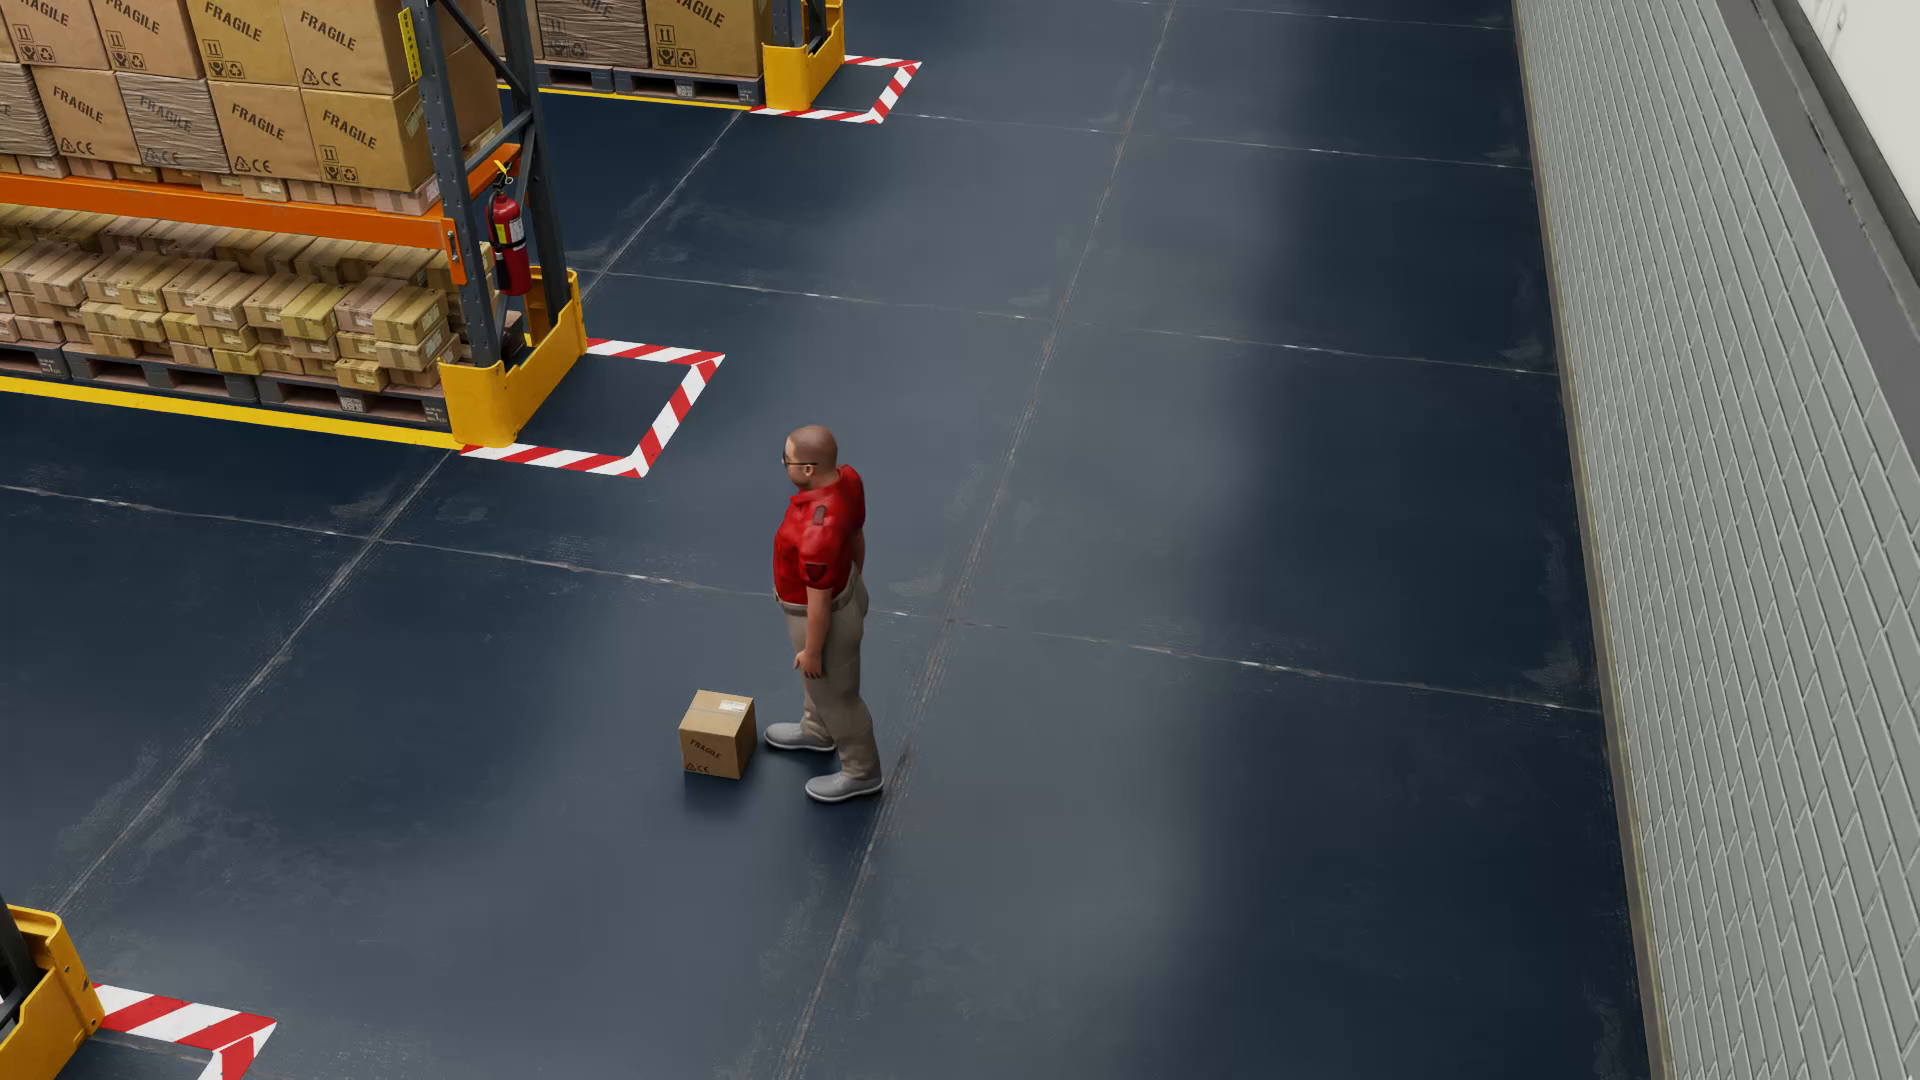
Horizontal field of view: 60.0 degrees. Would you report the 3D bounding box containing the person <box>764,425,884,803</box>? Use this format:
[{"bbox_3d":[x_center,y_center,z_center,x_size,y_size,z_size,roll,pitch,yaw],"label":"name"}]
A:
[{"bbox_3d":[-0.589,0.285,6.576,0.564,1.728,0.563,4,37,5],"label":"person"}]
